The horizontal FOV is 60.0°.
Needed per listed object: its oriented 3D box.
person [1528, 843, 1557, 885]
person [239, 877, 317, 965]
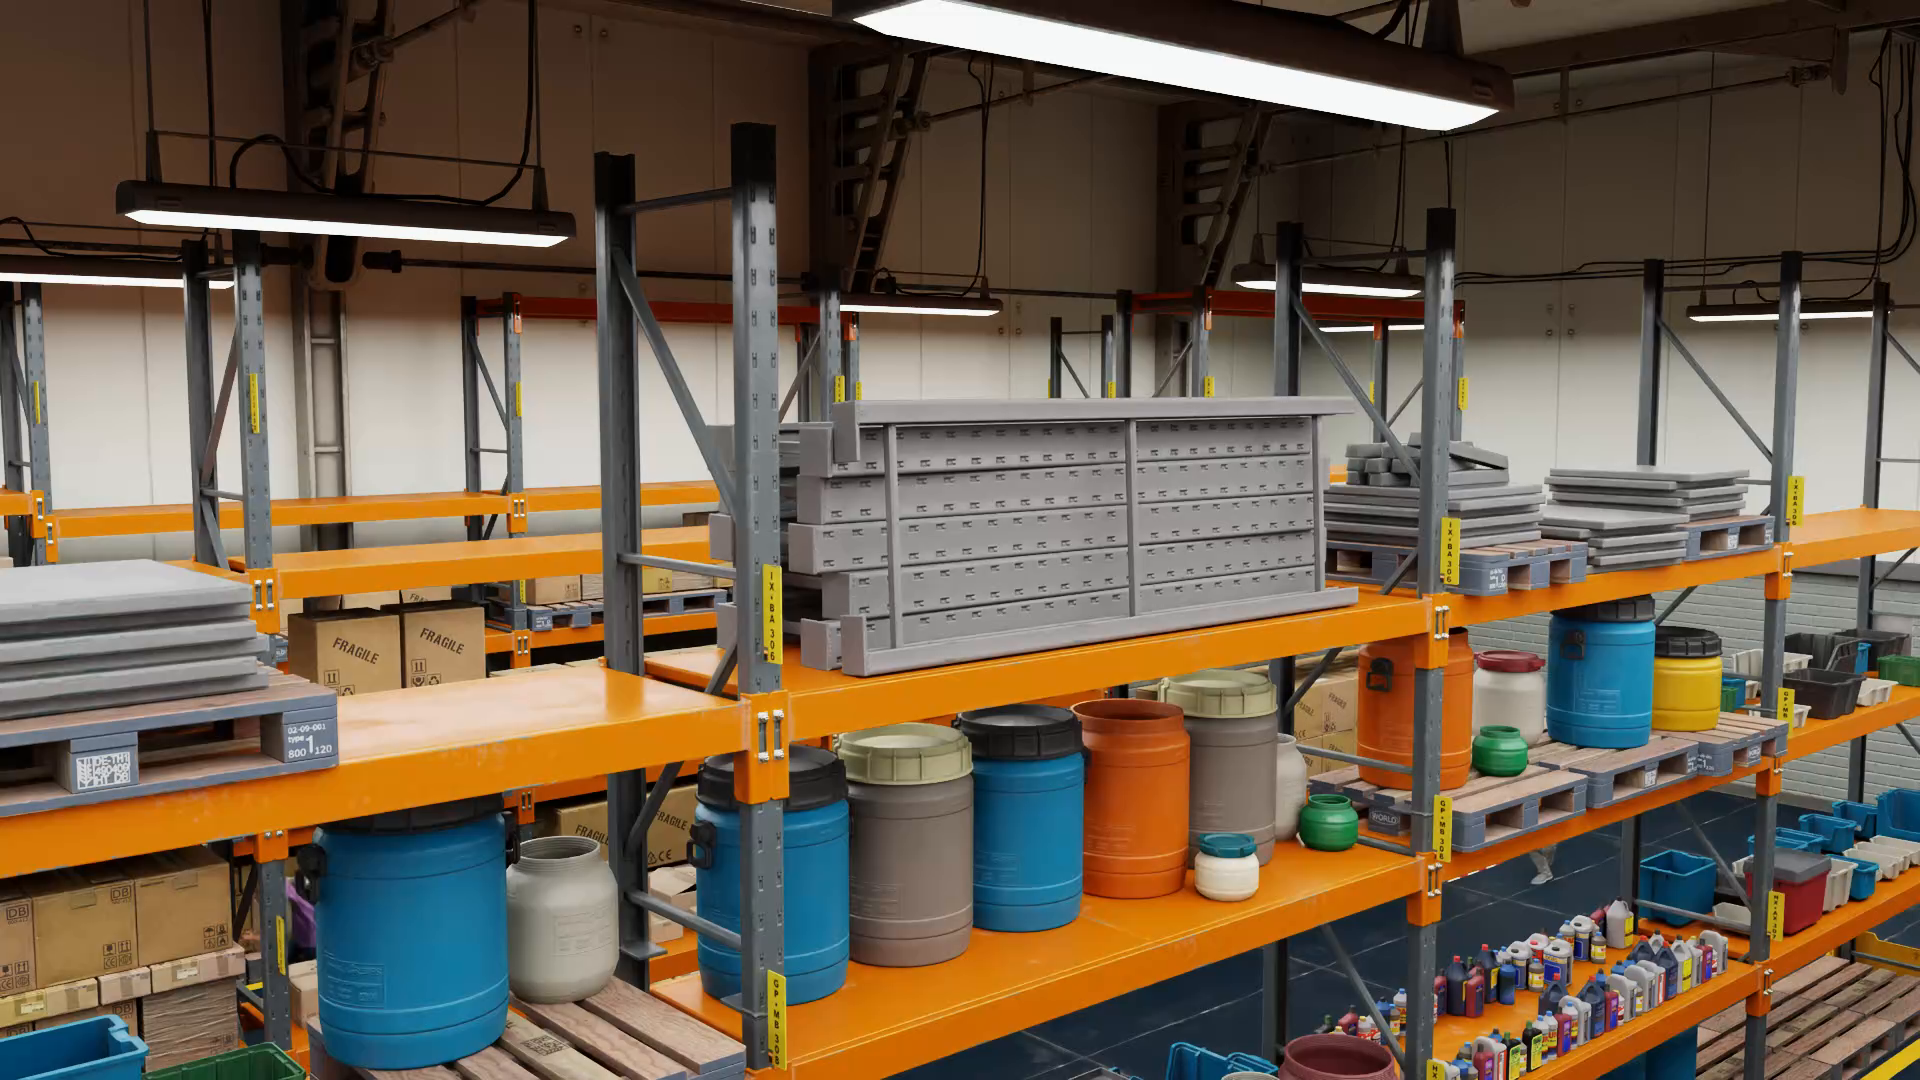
[{"bbox_3d":[6.000,2.828,17.030,0.644,1.487,0.771,4,7,35],"label":"person"},{"bbox_3d":[-5.292,3.226,13.273,0.925,1.358,0.531,-4,7,-39],"label":"person"}]
